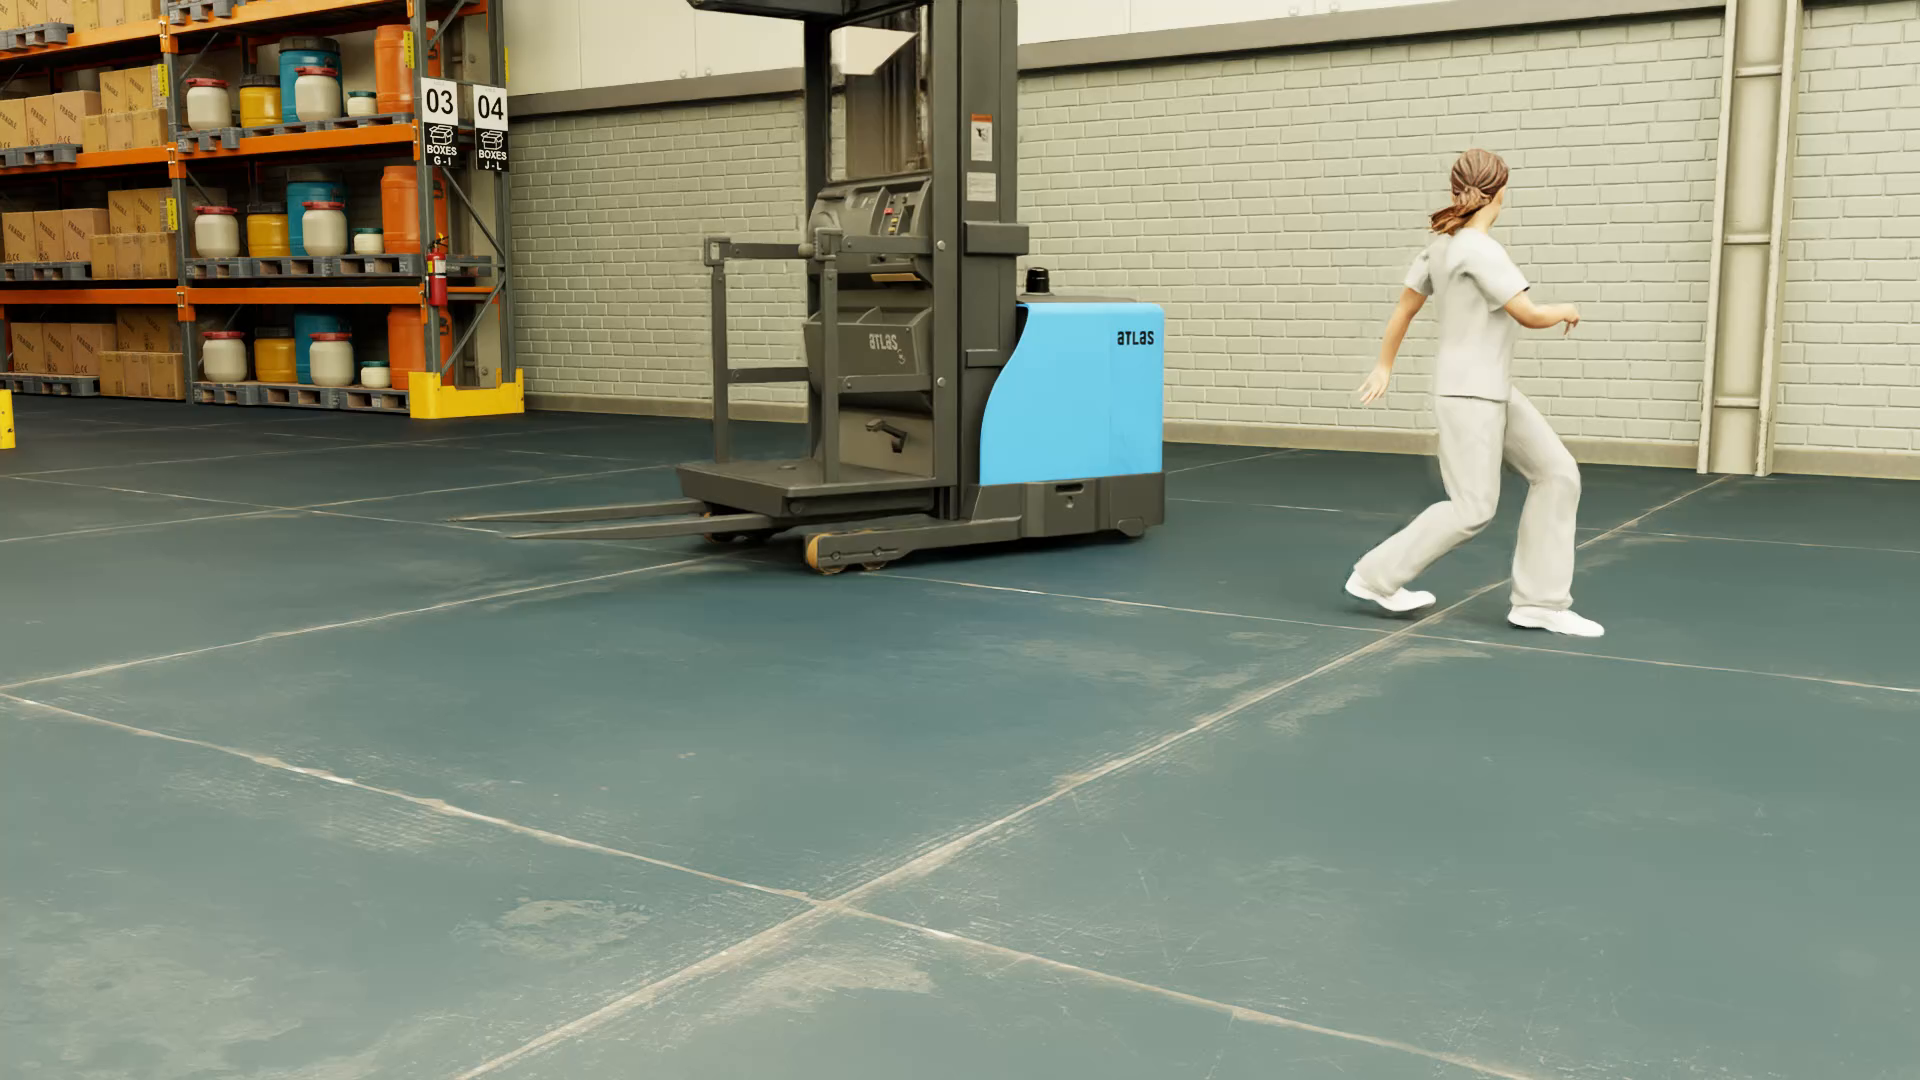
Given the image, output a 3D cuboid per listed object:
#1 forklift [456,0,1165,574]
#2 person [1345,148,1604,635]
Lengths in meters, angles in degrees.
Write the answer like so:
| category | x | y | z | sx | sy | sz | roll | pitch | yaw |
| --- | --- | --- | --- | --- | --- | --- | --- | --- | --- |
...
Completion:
| category | x | y | z | sx | sy | sz | roll | pitch | yaw |
| --- | --- | --- | --- | --- | --- | --- | --- | --- | --- |
| forklift | -0.569 | -1.397 | 7.020 | 3.031 | 2.935 | 1.130 | -5 | 10 | -33 |
| person | 1.737 | -0.493 | 5.550 | 0.852 | 1.595 | 0.471 | 3 | 9 | 21 |
